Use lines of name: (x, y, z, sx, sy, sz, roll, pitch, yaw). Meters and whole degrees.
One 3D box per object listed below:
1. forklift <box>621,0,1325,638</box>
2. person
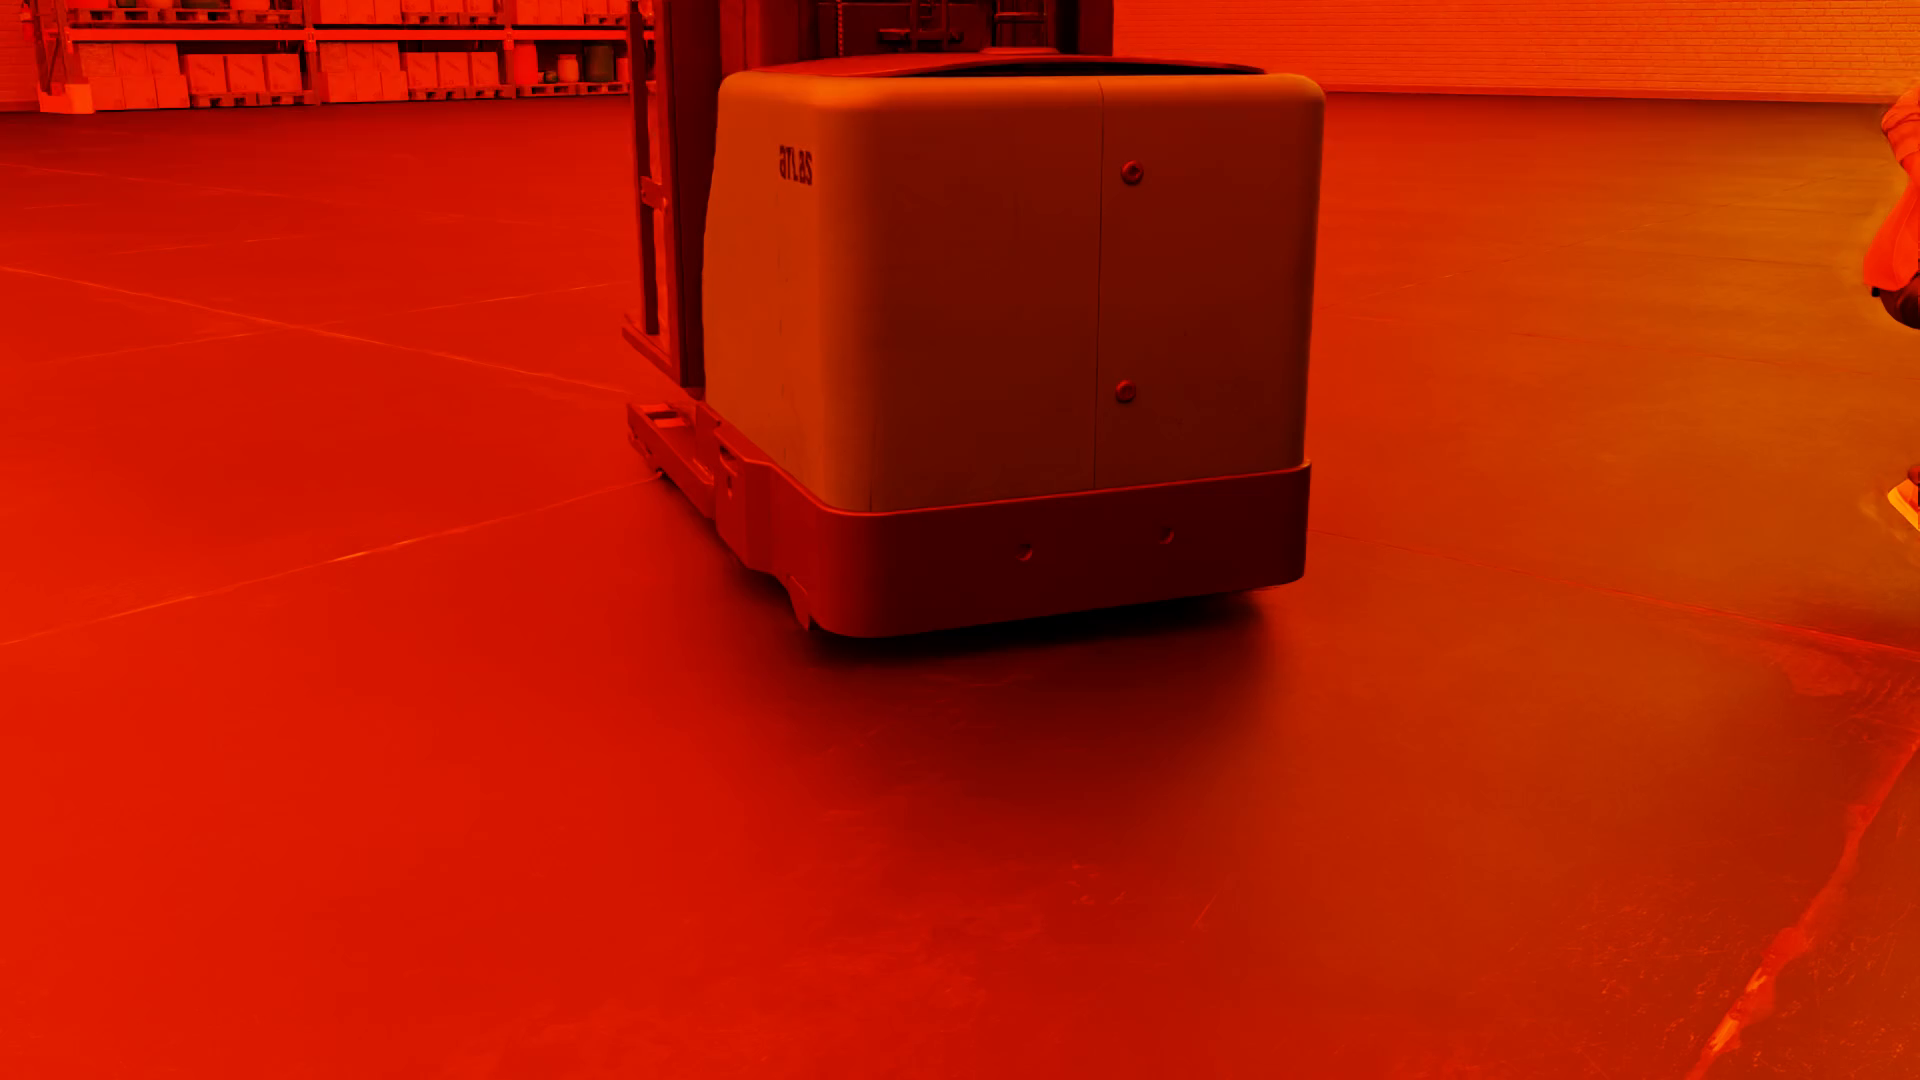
forklift: (-0.292, -1.606, 4.187, 1.130, 2.935, 3.031, -7, 18, -20)
person: (2.300, -0.565, 3.552, 0.722, 1.384, 0.603, -9, 19, -28)
